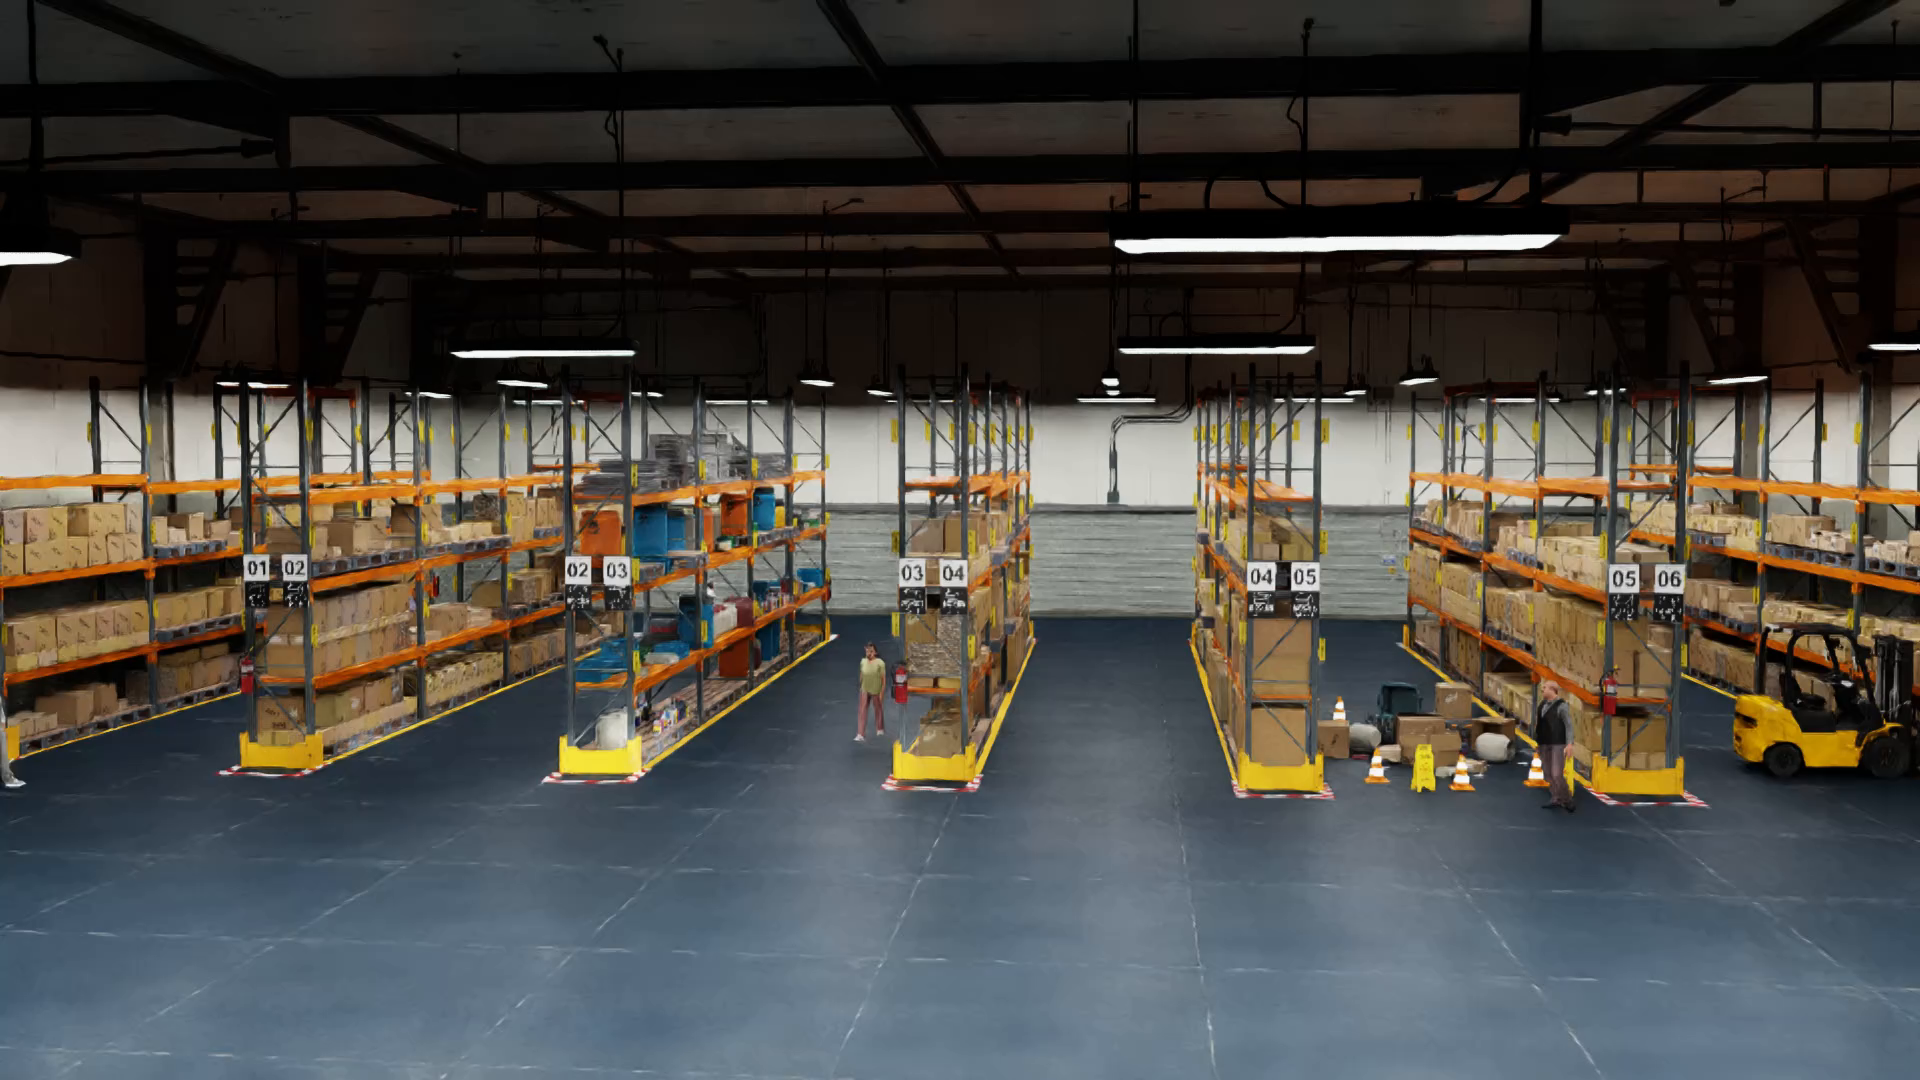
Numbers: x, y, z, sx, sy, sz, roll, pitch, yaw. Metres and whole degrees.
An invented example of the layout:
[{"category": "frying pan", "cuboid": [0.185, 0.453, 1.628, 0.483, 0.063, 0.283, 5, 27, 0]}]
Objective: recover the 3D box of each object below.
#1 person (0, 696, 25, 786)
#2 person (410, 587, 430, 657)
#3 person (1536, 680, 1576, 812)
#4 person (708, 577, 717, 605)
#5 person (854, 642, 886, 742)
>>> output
[{"category": "person", "cuboid": [-13.573, 2.697, 23.338, 0.495, 1.588, 0.624, 3, 5, 37]}, {"category": "person", "cuboid": [-12.064, 1.838, 37.026, 0.625, 1.596, 0.517, 0, 4, 3]}, {"category": "person", "cuboid": [7.886, 2.720, 22.033, 0.402, 1.714, 0.636, -2, 4, -26]}, {"category": "person", "cuboid": [-5.774, 1.726, 38.461, 0.372, 1.737, 0.526, -2, 4, -22]}, {"category": "person", "cuboid": [-1.431, 2.447, 27.063, 0.452, 1.585, 1.098, 1, 4, 8]}]
